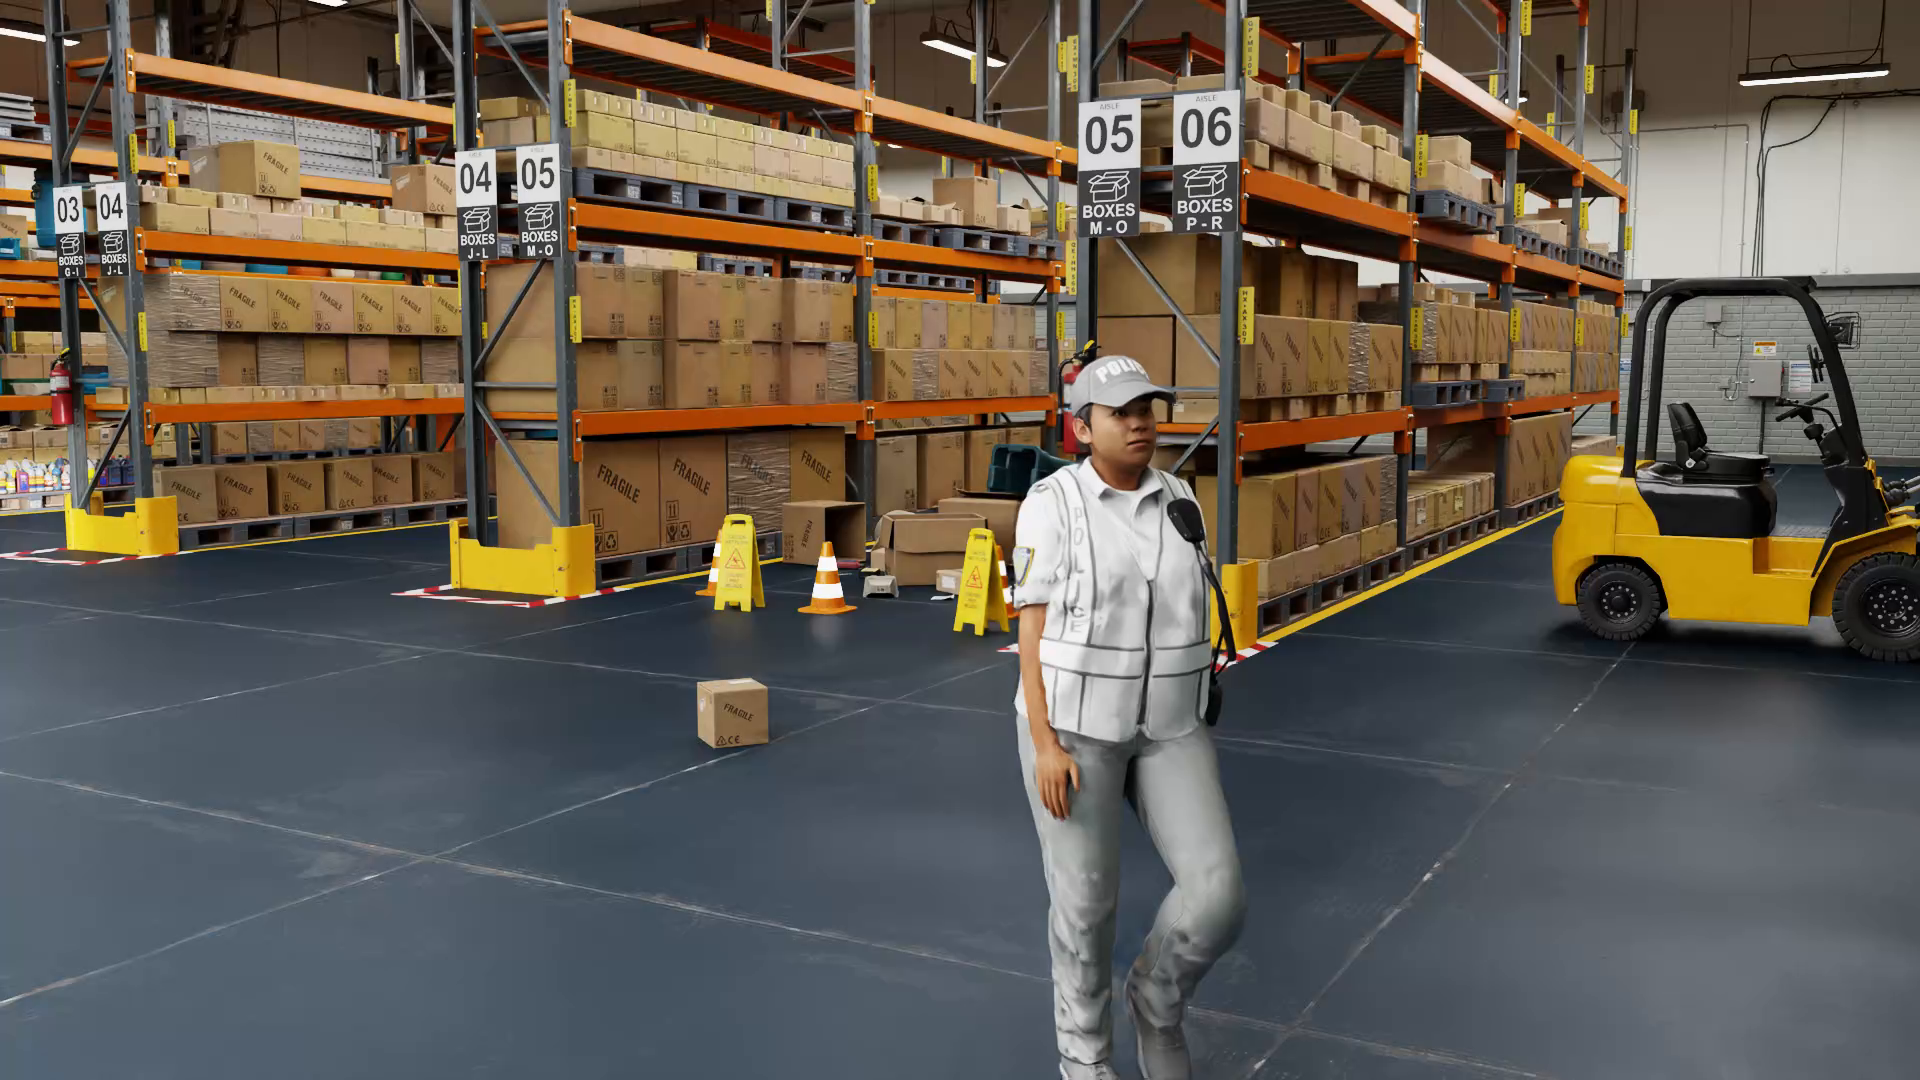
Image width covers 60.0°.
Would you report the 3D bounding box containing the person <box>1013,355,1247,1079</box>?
[{"bbox_3d":[0.356,0.440,3.609,0.473,1.673,0.460,-2,6,-15],"label":"person"}]
